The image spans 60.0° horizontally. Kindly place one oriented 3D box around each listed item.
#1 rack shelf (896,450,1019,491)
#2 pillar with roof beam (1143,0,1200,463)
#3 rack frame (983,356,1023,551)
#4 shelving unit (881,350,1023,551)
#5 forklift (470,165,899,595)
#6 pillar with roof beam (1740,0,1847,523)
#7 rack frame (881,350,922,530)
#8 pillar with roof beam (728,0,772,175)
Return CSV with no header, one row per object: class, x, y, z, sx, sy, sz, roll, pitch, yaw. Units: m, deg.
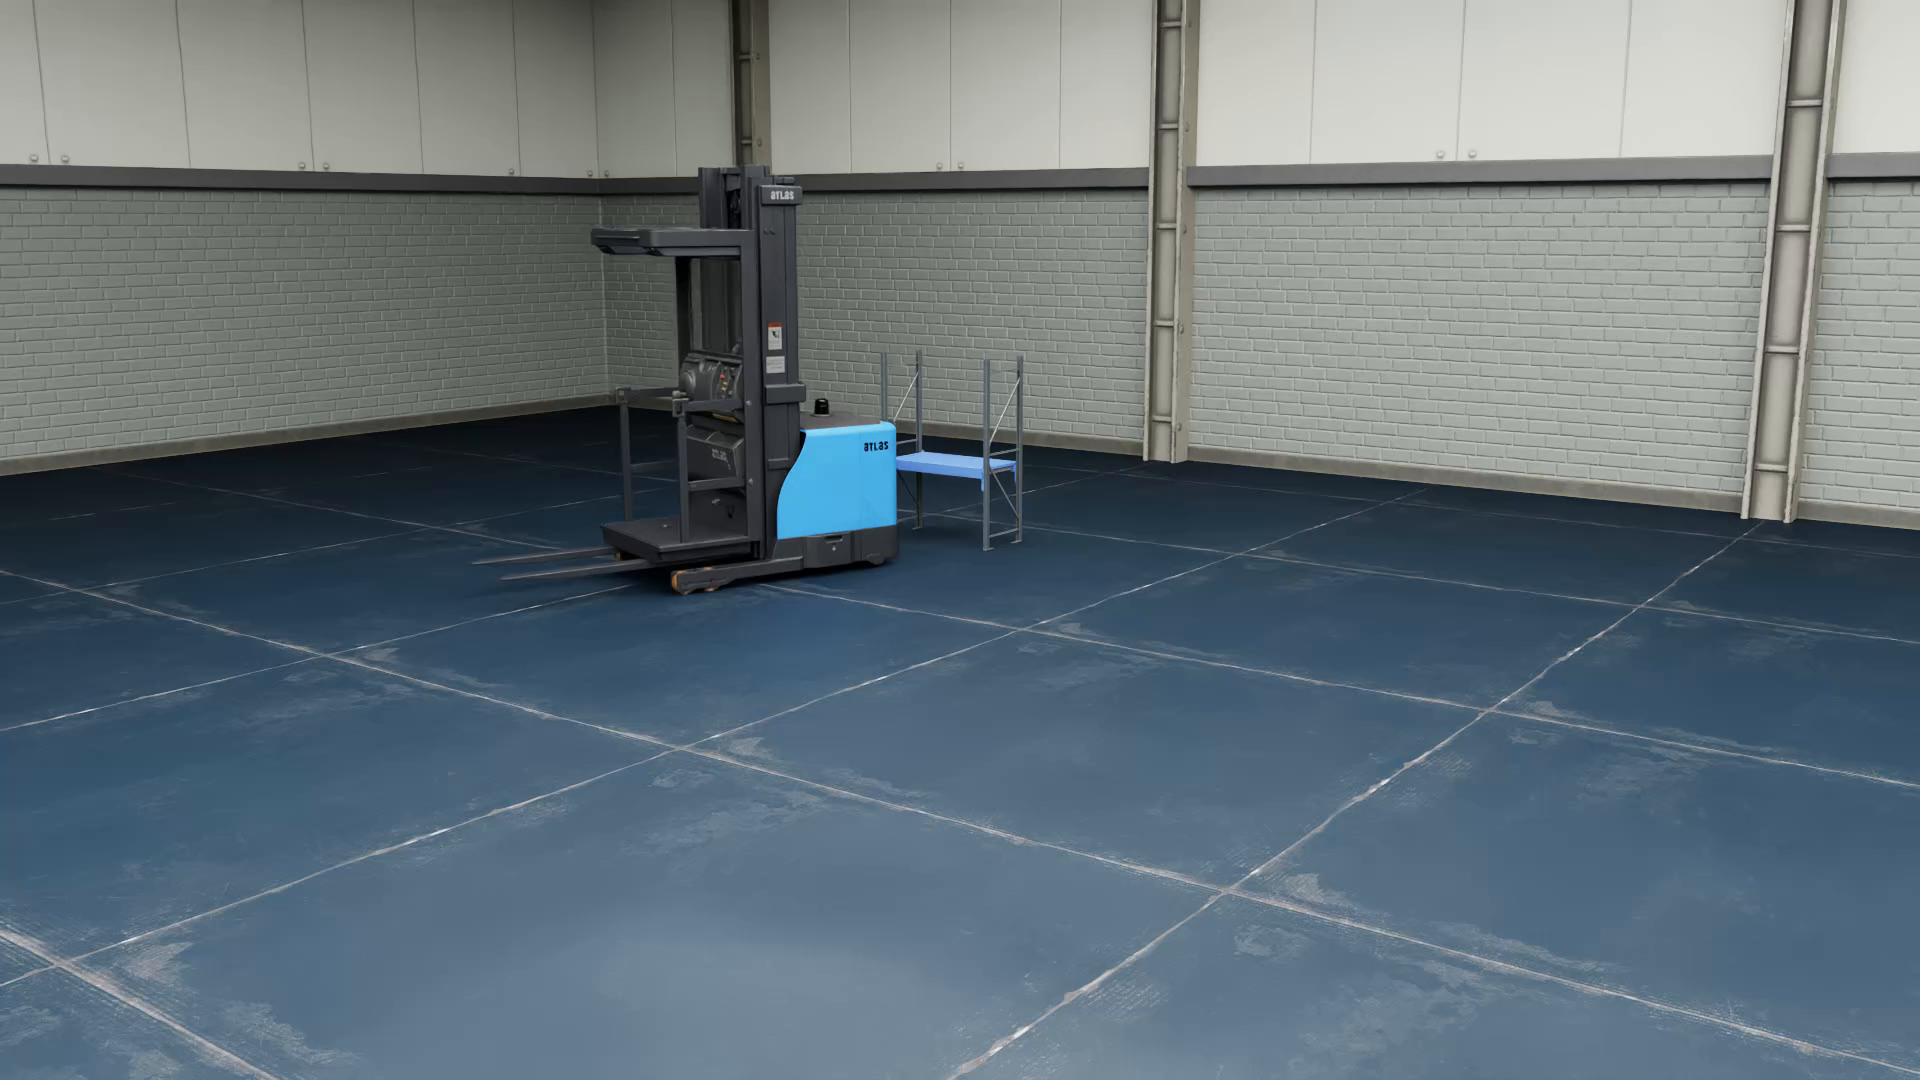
rack shelf,-0.069,-0.569,13.471,1.000,0.185,0.538,8,13,36
pillar with roof beam,-0.322,-4.626,13.748,0.400,9.000,9.100,8,13,36
rack frame,0.341,-0.689,13.141,0.032,1.500,0.500,8,13,36
shelving unit,-0.069,-0.746,13.437,1.048,1.500,0.538,8,13,36
forklift,-1.967,-1.173,11.878,3.031,2.935,1.130,-7,13,-33
pillar with roof beam,4.514,-3.951,10.261,0.400,9.000,9.100,8,13,36
rack frame,-0.478,-0.803,13.732,0.032,1.500,0.500,8,13,36
pillar with roof beam,-5.158,-5.300,17.234,0.400,9.000,9.100,8,13,36
